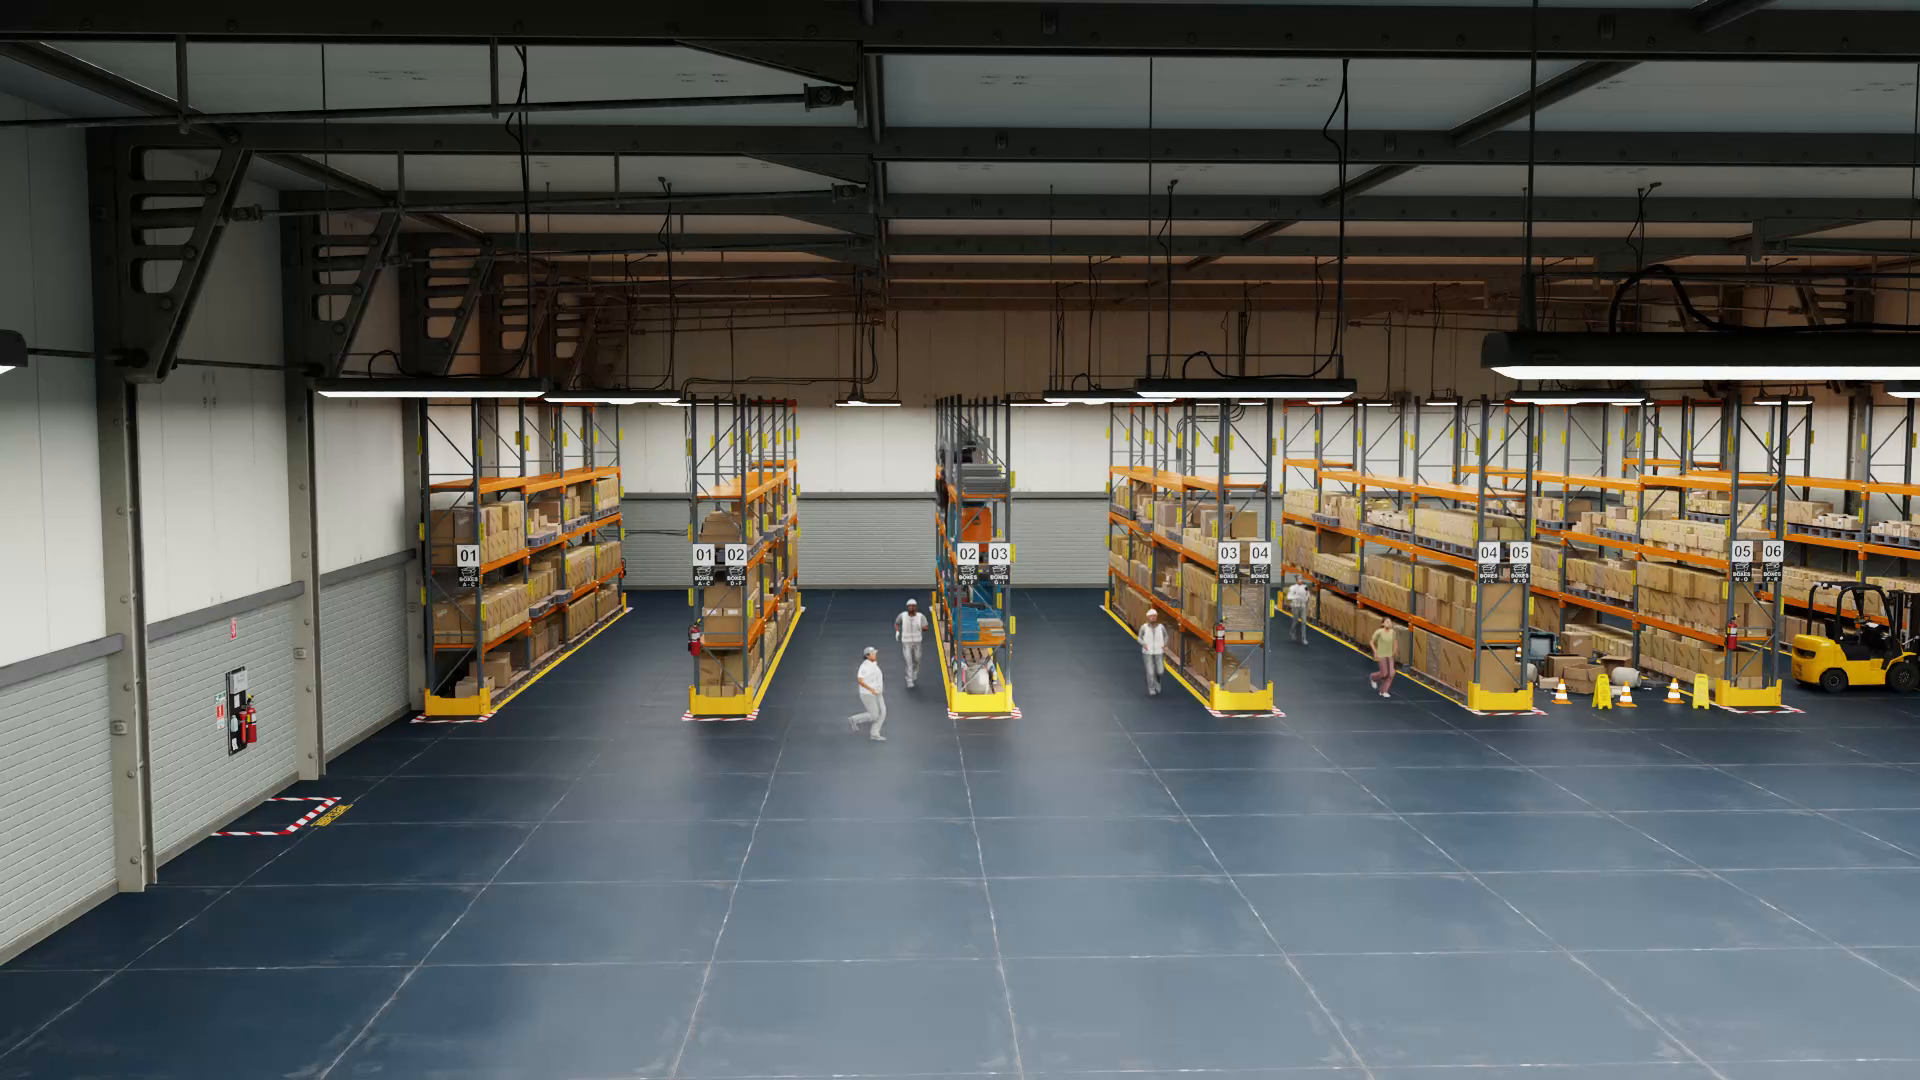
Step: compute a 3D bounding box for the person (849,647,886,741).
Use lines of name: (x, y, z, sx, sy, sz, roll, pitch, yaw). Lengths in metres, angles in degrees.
person: (-1.582, 2.652, 28.791, 0.643, 1.625, 0.617, 2, 5, 20)

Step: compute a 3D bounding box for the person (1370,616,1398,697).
person: (8.448, 2.313, 33.175, 0.571, 1.618, 0.584, -1, 5, -16)

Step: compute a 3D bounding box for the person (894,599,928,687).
person: (-0.999, 2.101, 34.341, 0.674, 1.764, 1.002, -1, 5, -8)

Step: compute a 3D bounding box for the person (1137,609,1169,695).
person: (3.859, 2.243, 33.136, 0.635, 1.727, 0.564, 0, 4, 0)

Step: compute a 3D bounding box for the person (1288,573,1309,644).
person: (8.278, 1.653, 40.534, 0.610, 1.683, 0.910, 0, 5, -5)
